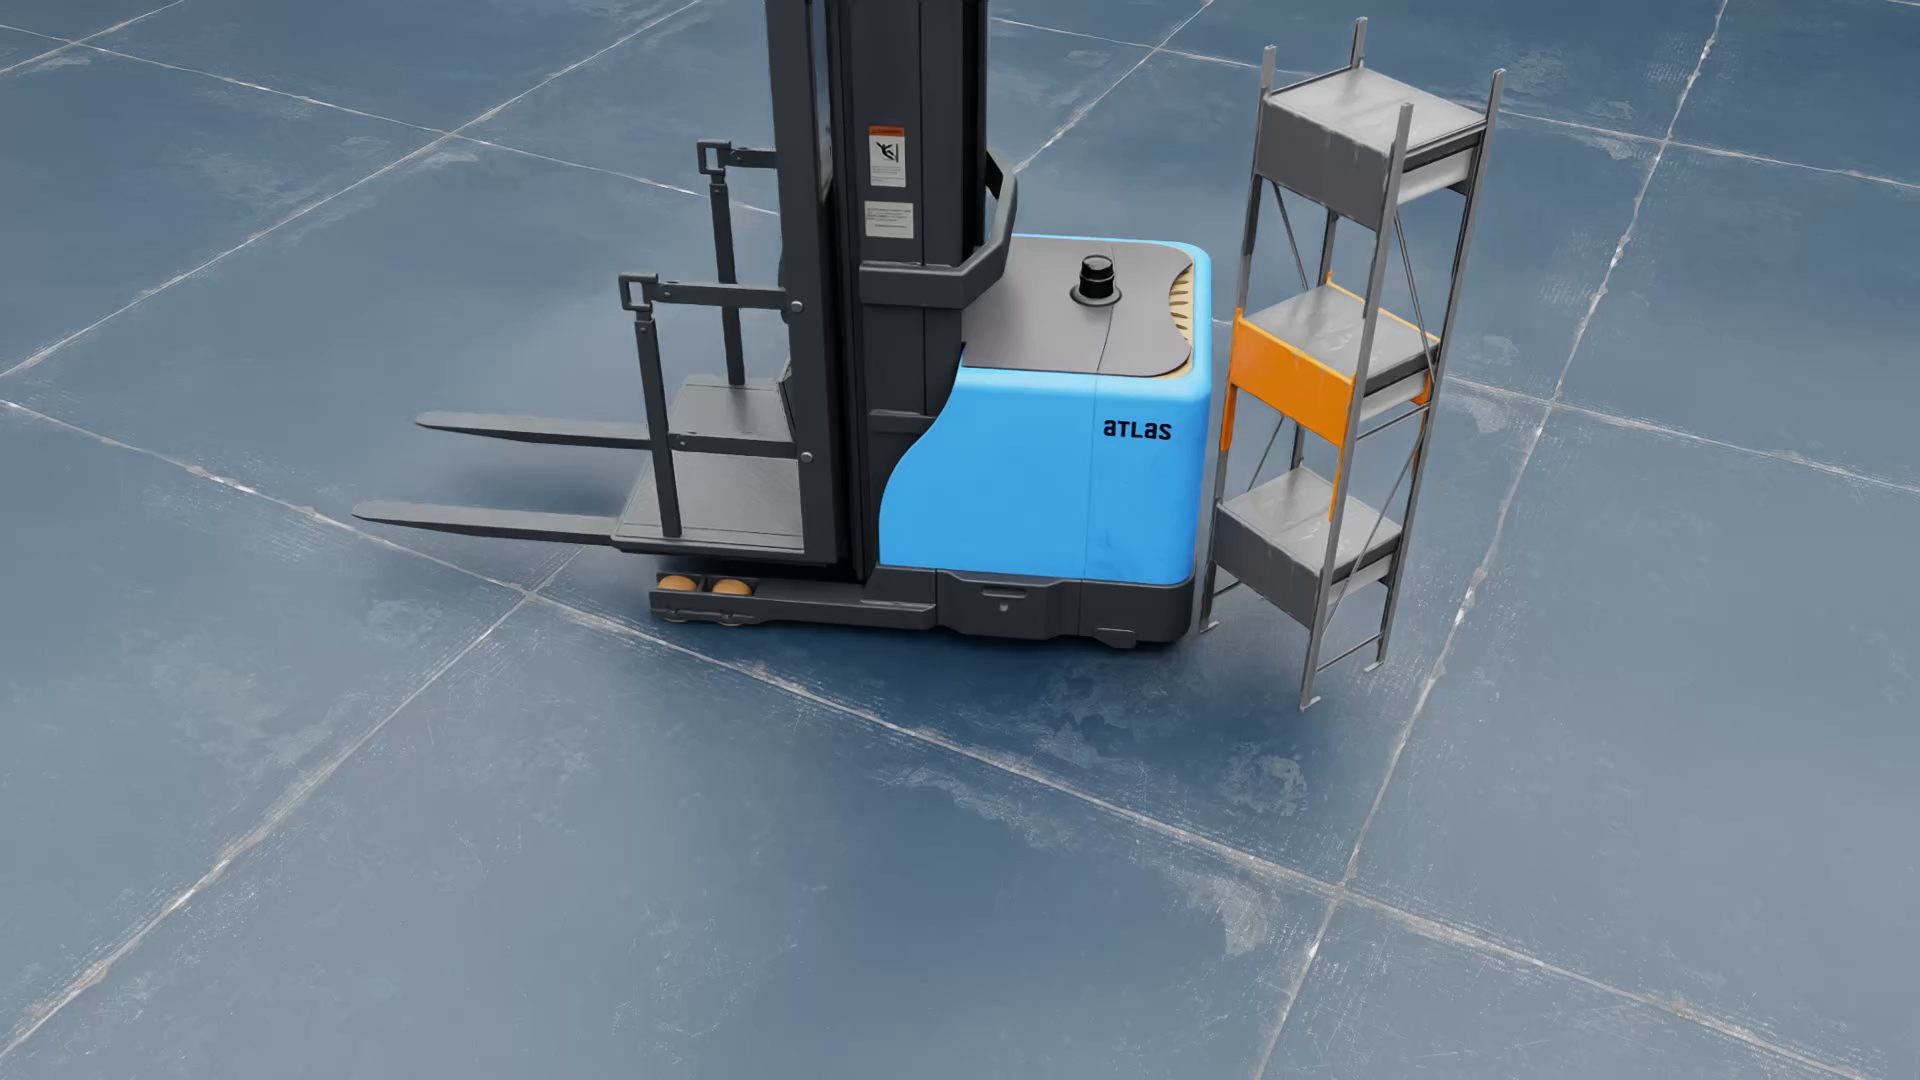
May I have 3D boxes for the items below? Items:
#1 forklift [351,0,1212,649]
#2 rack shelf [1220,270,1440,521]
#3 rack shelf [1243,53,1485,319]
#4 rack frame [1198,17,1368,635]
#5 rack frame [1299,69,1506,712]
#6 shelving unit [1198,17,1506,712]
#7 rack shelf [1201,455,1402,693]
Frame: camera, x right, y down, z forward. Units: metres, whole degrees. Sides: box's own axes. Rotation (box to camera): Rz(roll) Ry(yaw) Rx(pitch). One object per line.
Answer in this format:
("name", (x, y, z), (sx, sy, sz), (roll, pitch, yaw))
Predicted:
("forklift", (-0.660, -1.176, 5.375), (3.031, 2.935, 1.130), (4, 37, 5))
("rack shelf", (1.143, -0.452, 5.131), (0.431, 0.518, 0.480), (-24, 43, -28))
("rack shelf", (1.143, -1.009, 4.708), (0.431, 0.518, 0.480), (-24, 43, -28))
("rack frame", (0.997, -0.581, 5.278), (0.400, 2.100, 0.015), (-24, 43, -28))
("rack frame", (1.289, -0.344, 4.967), (0.400, 2.100, 0.015), (-24, 43, -28))
("shelving unit", (1.143, -0.463, 5.123), (0.431, 2.100, 0.503), (-24, 43, -28))
("rack shelf", (1.143, 0.106, 5.554), (0.431, 0.518, 0.480), (-24, 43, -28))
